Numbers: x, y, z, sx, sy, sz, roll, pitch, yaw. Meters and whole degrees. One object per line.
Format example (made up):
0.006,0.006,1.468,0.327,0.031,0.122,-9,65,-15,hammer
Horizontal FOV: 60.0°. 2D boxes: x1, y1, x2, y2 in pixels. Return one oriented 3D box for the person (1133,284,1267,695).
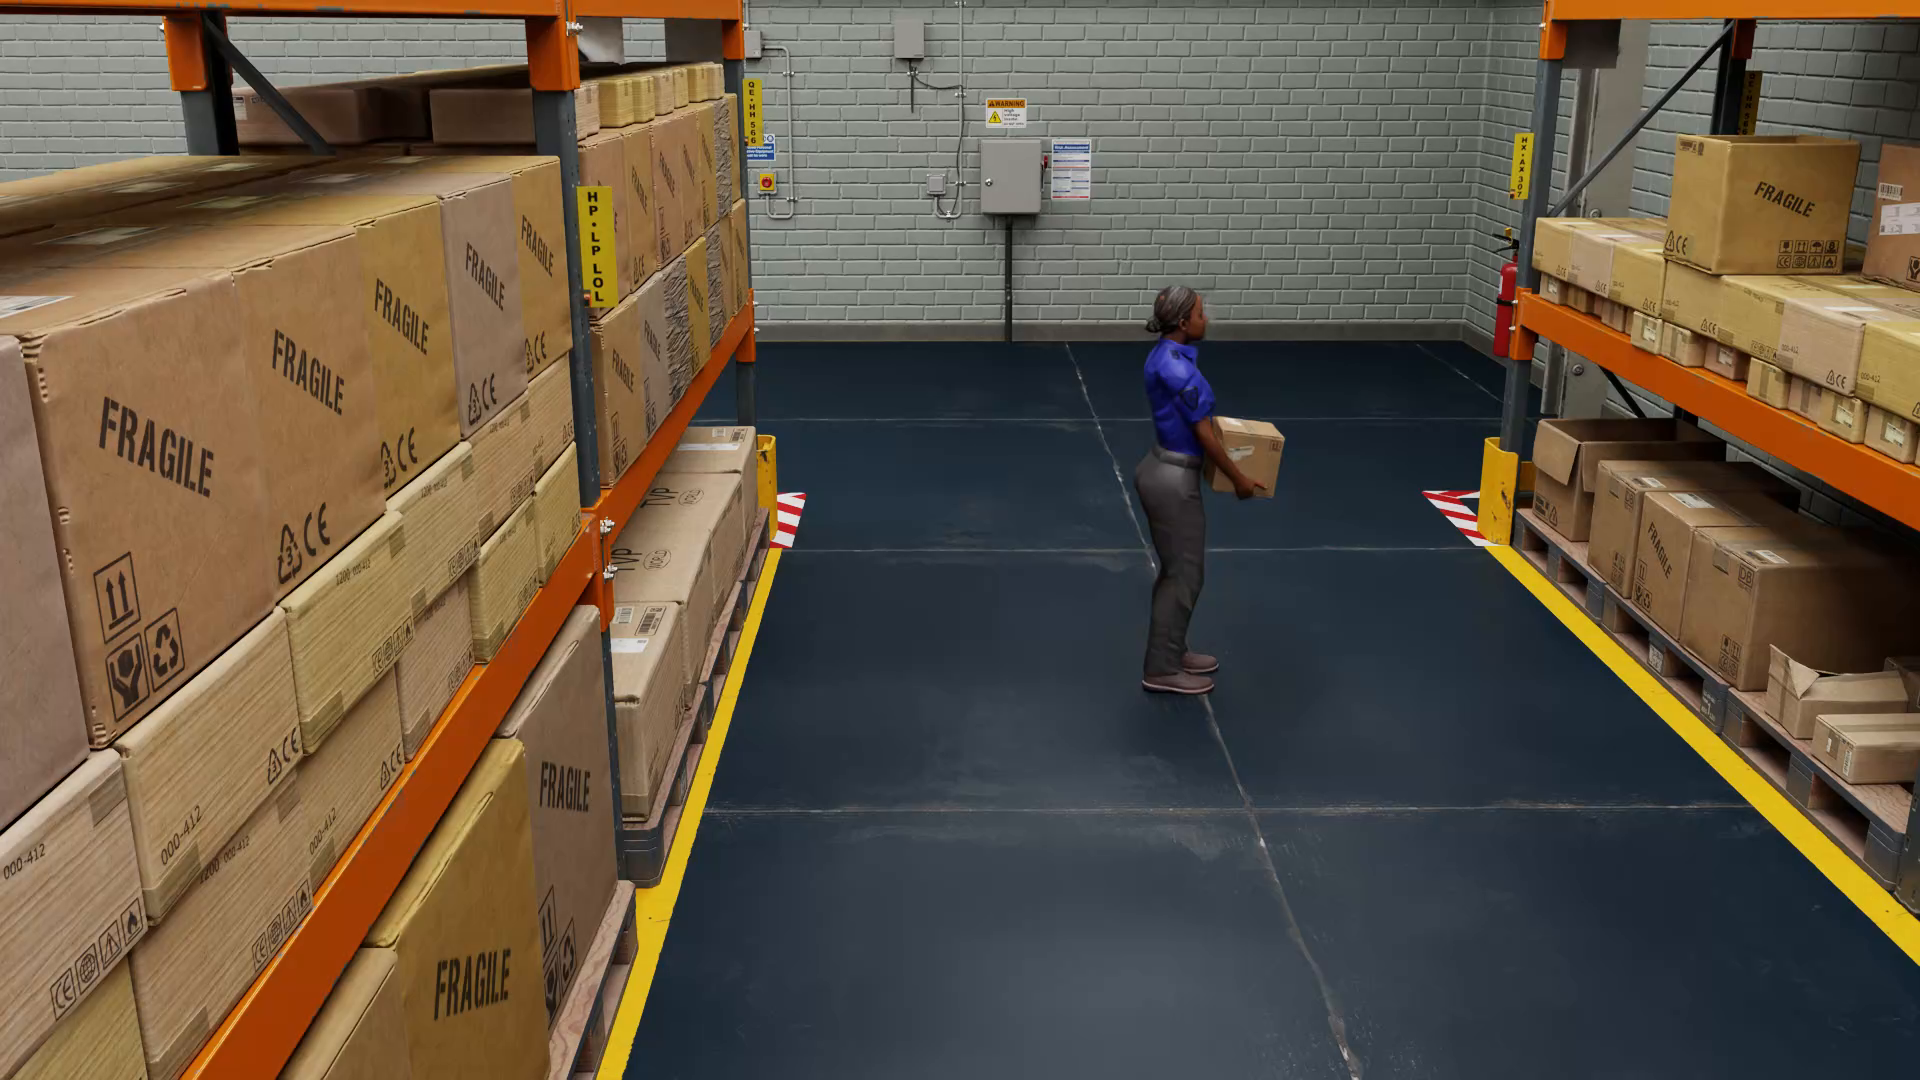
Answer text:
0.962,-0.208,6.740,0.505,1.656,0.423,0,17,-2,person
